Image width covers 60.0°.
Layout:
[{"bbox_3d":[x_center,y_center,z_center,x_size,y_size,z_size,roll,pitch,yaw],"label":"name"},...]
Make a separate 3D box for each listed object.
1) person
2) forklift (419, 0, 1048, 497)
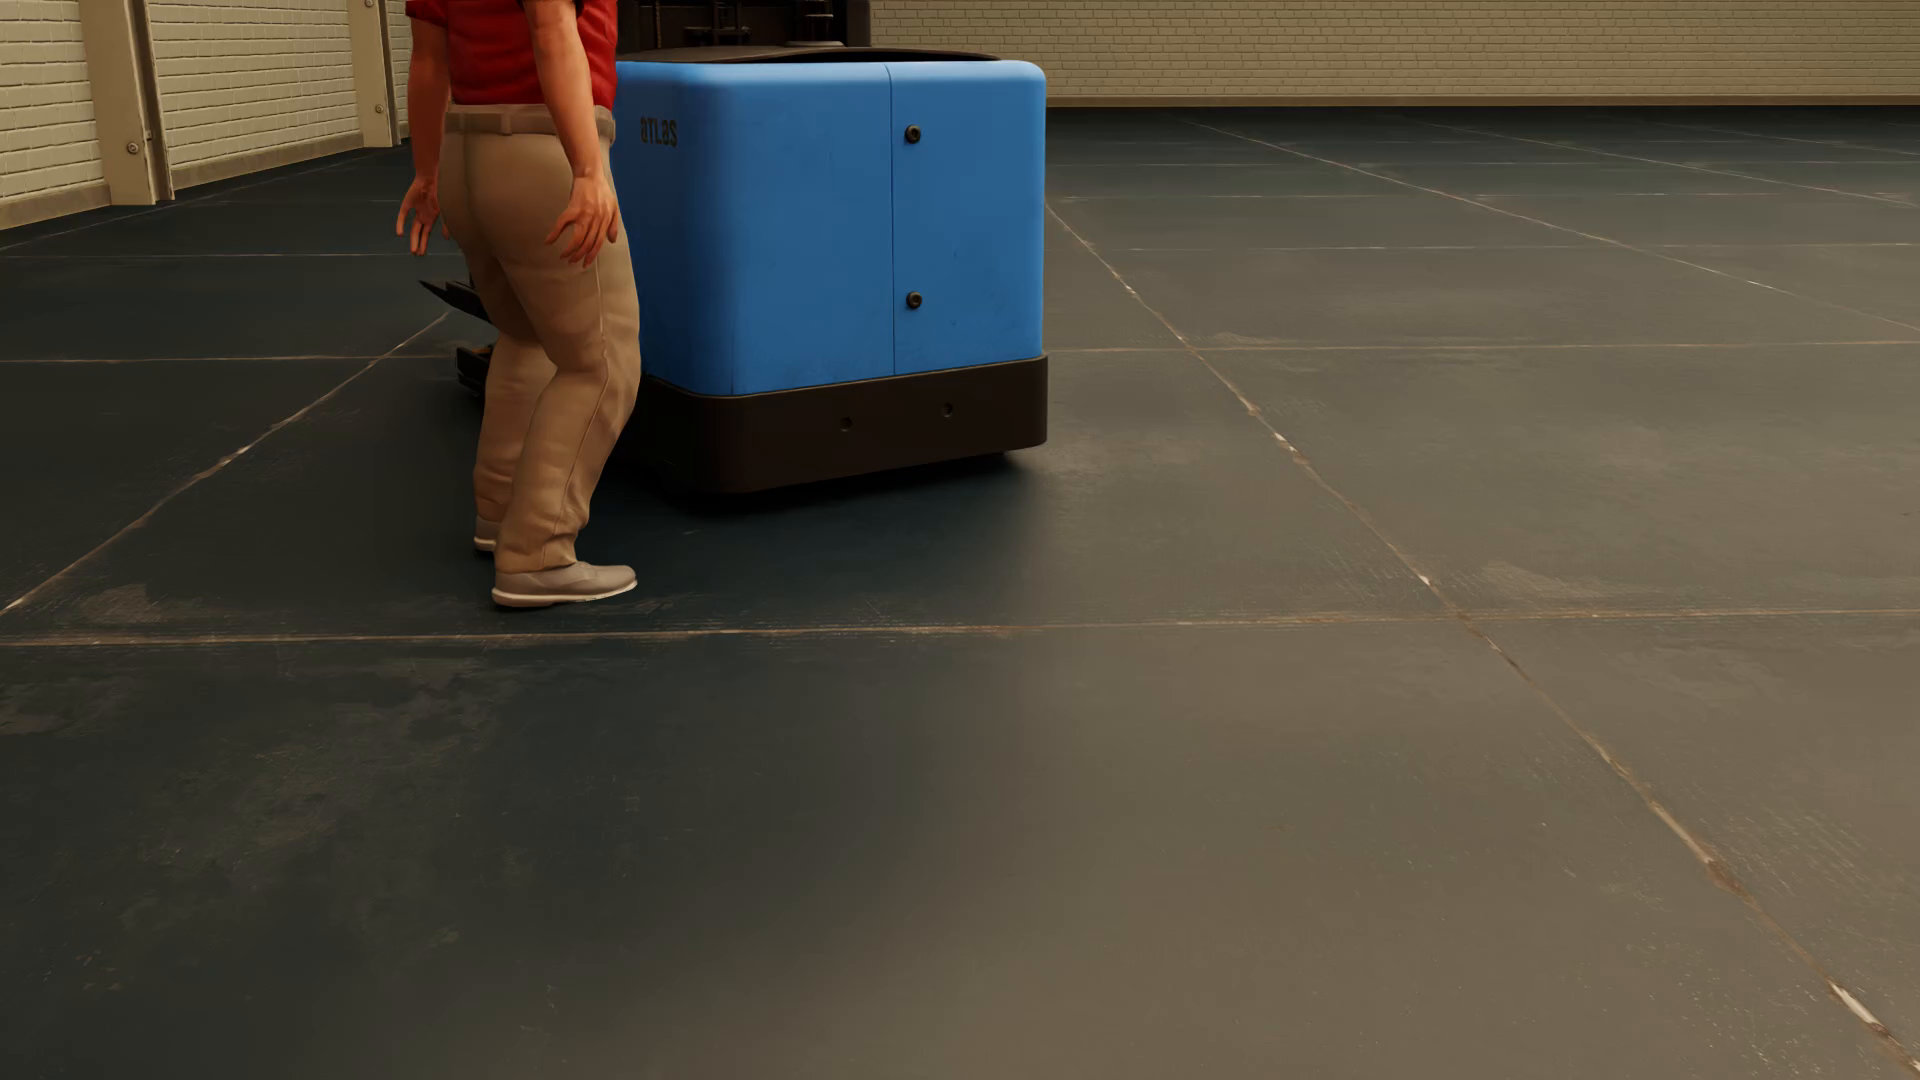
[{"bbox_3d":[-0.902,-0.725,3.435,0.416,1.702,0.885,-14,22,-38],"label":"person"},{"bbox_3d":[-0.989,-1.886,5.072,1.130,2.935,3.031,-11,20,-32],"label":"forklift"}]
